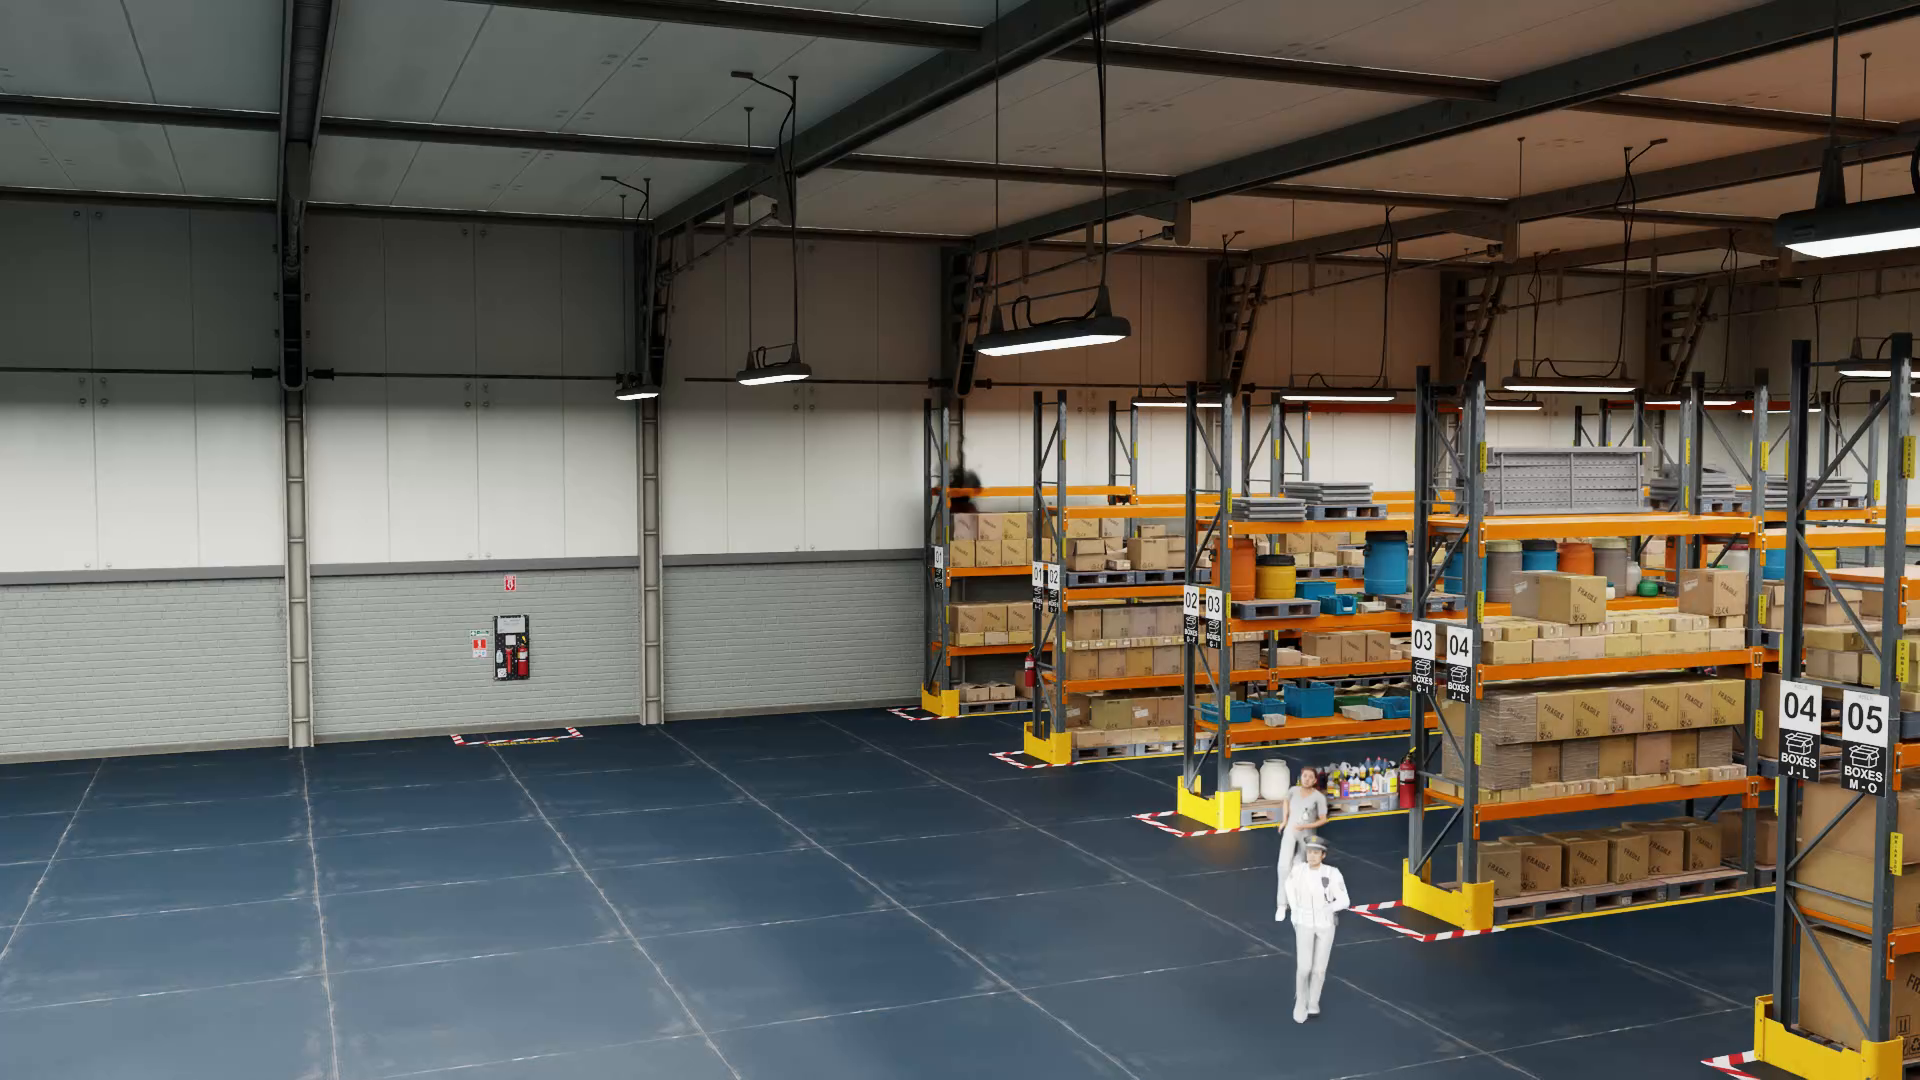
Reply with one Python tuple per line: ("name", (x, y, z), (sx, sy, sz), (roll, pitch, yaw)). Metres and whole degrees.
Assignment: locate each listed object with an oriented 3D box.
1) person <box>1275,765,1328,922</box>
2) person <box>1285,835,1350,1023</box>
("person", (3.727, 3.261, 18.109), (0.564, 1.650, 0.807), (2, 4, 25))
("person", (3.163, 3.460, 14.781), (0.584, 1.710, 0.667), (1, 3, 15))
